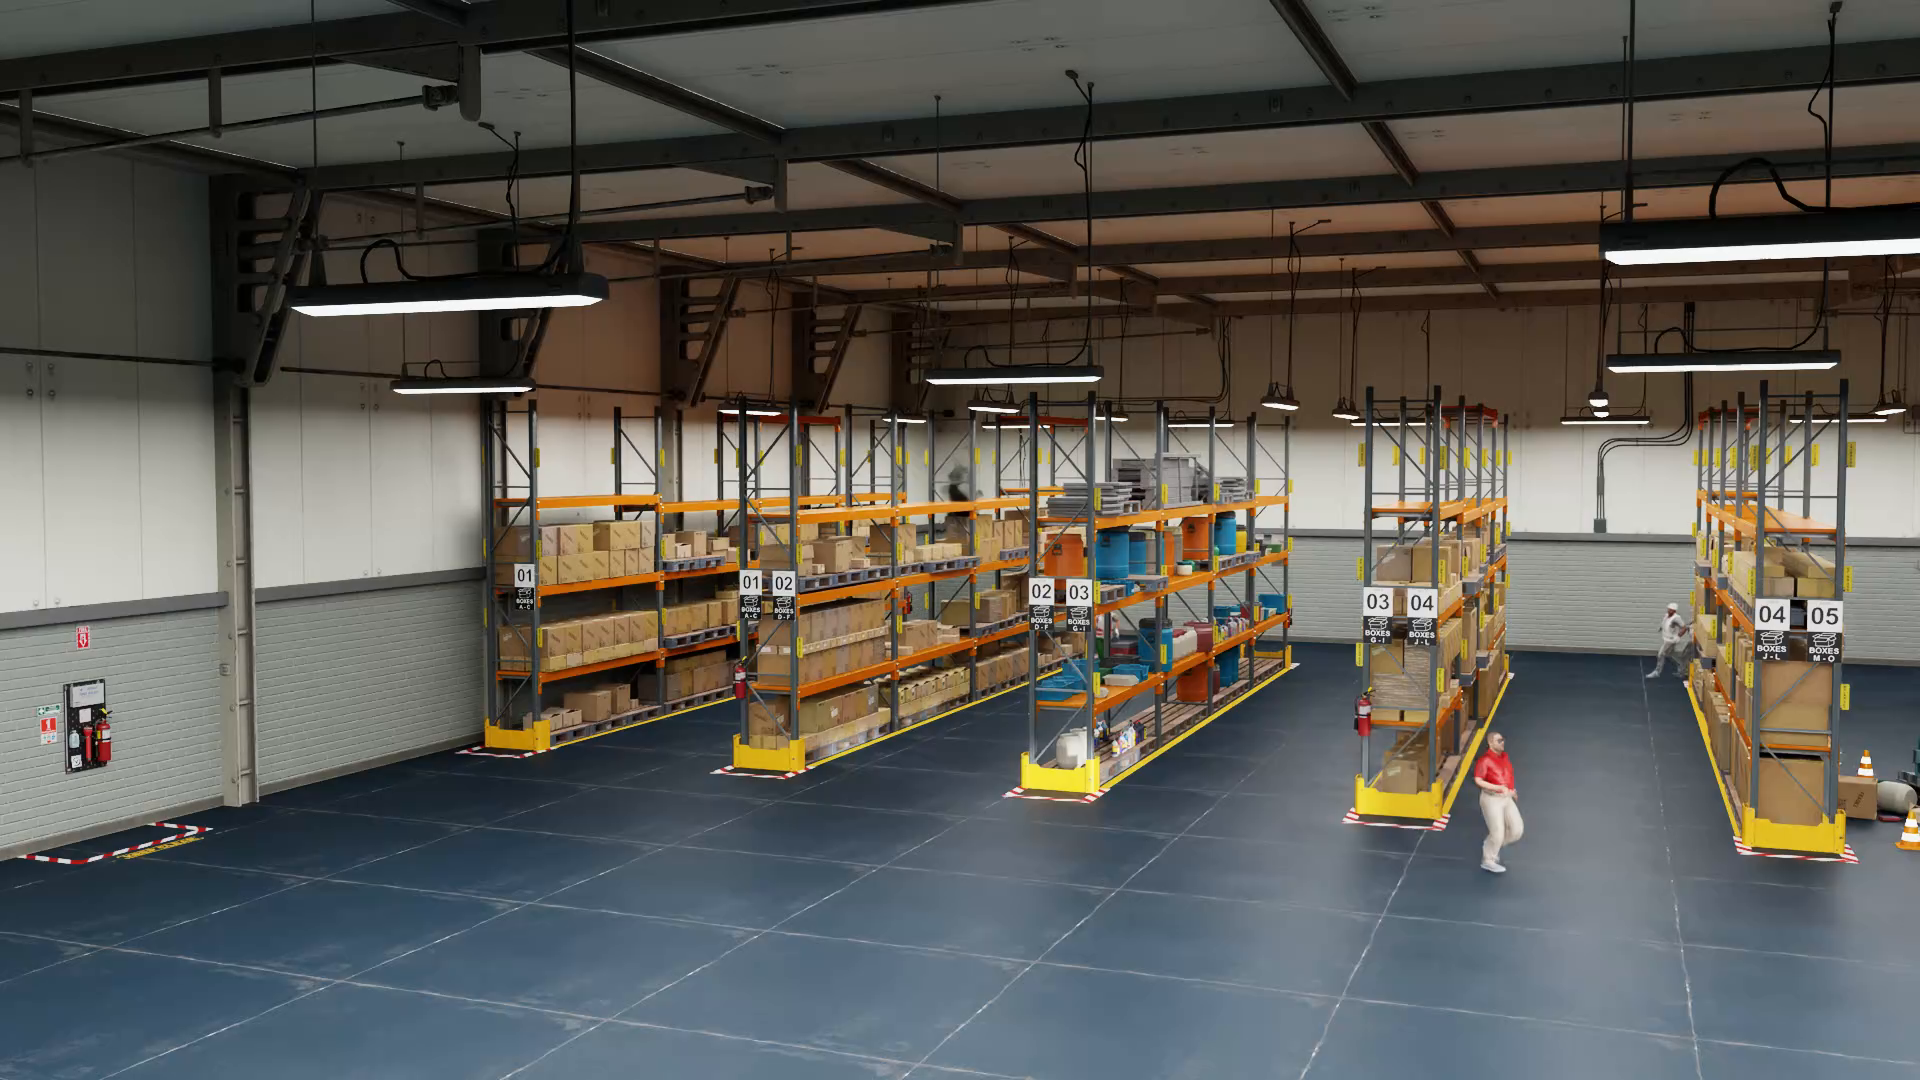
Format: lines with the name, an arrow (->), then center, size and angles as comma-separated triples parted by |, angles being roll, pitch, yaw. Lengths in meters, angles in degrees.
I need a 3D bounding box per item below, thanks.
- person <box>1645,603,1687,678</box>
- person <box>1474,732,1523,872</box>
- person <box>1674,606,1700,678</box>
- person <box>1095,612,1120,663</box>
person -> 16.043, 2.272, 37.565 | 0.932, 1.738, 0.728 | 0, 3, 6
person -> 6.520, 3.163, 20.061 | 0.633, 1.679, 0.606 | -2, 3, -32
person -> 16.626, 2.324, 37.499 | 0.857, 1.683, 0.646 | 1, 3, 13
person -> 3.261, 2.248, 37.634 | 0.647, 1.846, 0.794 | 1, 3, 19
